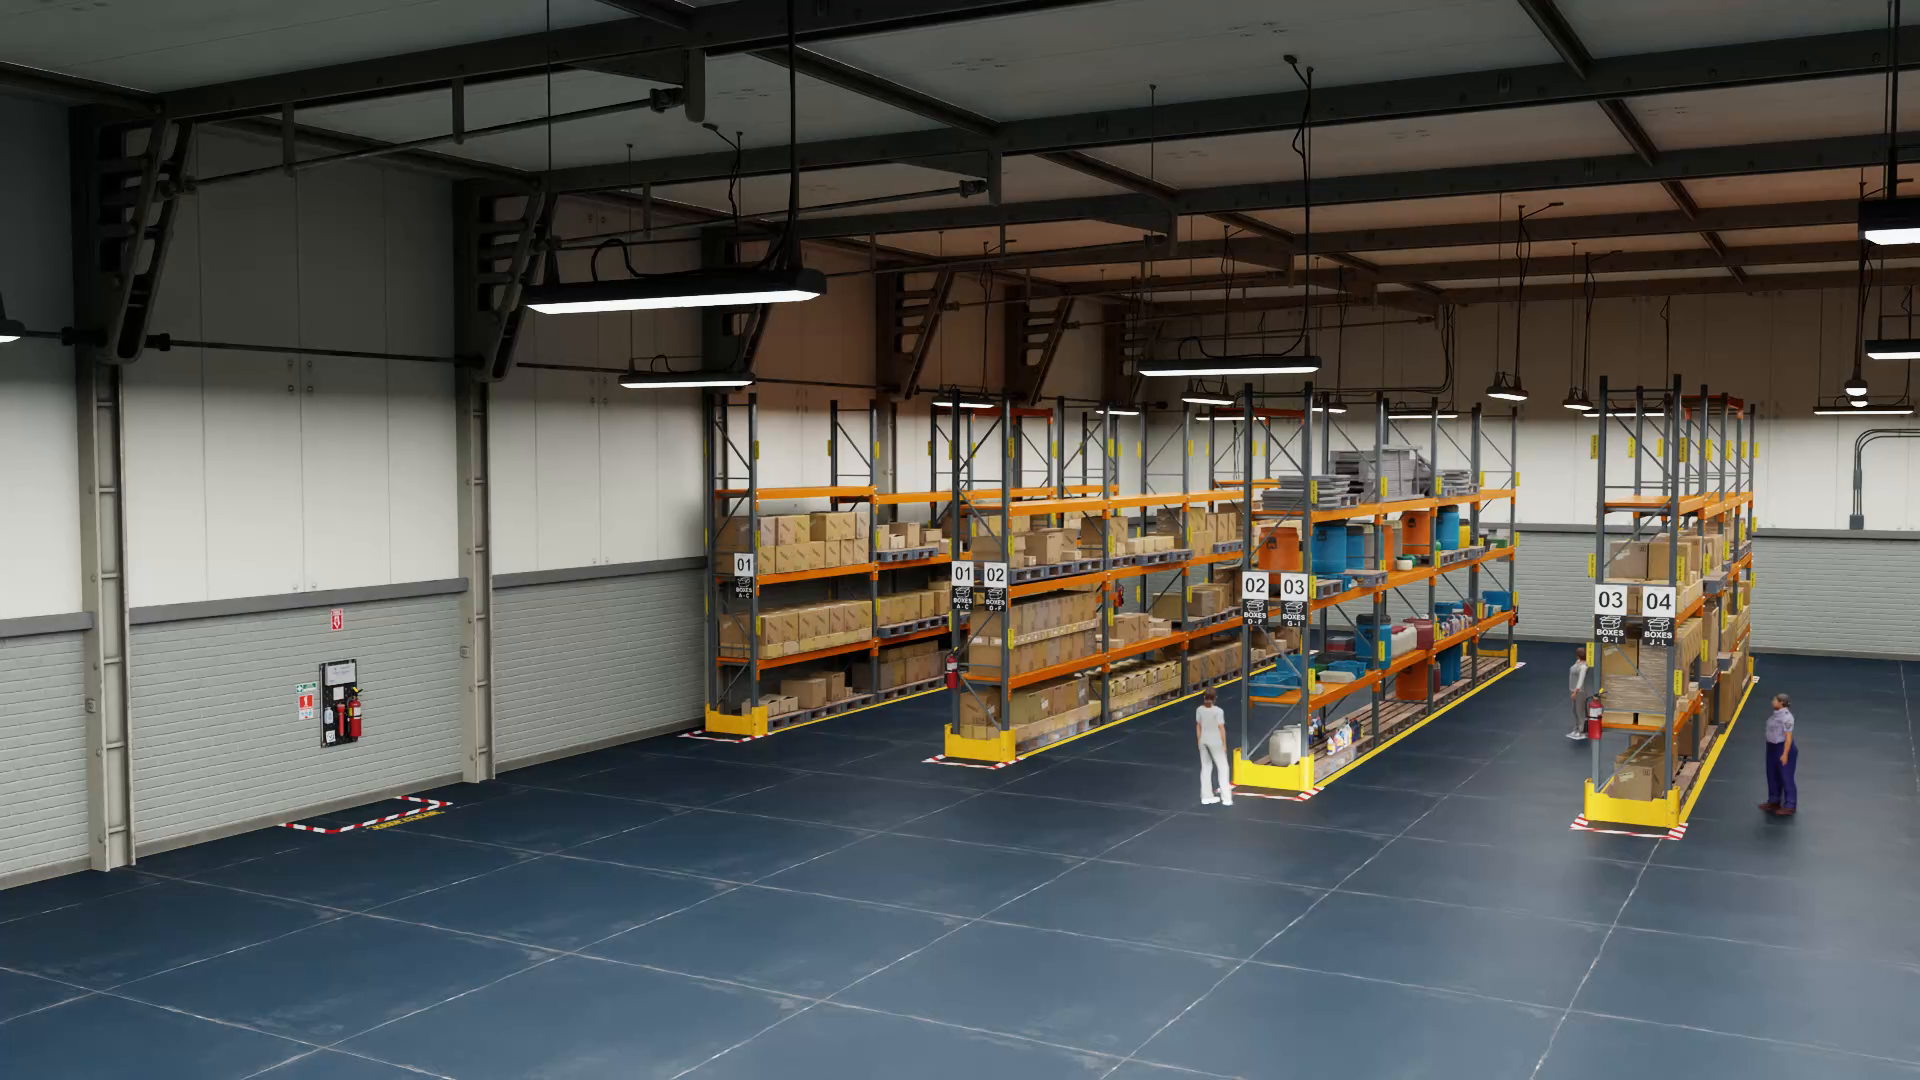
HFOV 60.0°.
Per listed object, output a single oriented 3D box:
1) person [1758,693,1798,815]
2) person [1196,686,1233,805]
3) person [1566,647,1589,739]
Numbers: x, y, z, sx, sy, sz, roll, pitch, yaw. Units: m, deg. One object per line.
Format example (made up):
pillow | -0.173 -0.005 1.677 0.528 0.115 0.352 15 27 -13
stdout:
person | 11.313 2.929 22.929 0.373 1.655 0.520 -1 3 -9
person | 3.612 2.894 23.474 0.490 1.671 0.490 -2 4 -37
person | 10.727 2.654 28.911 0.353 1.612 0.515 0 3 2
